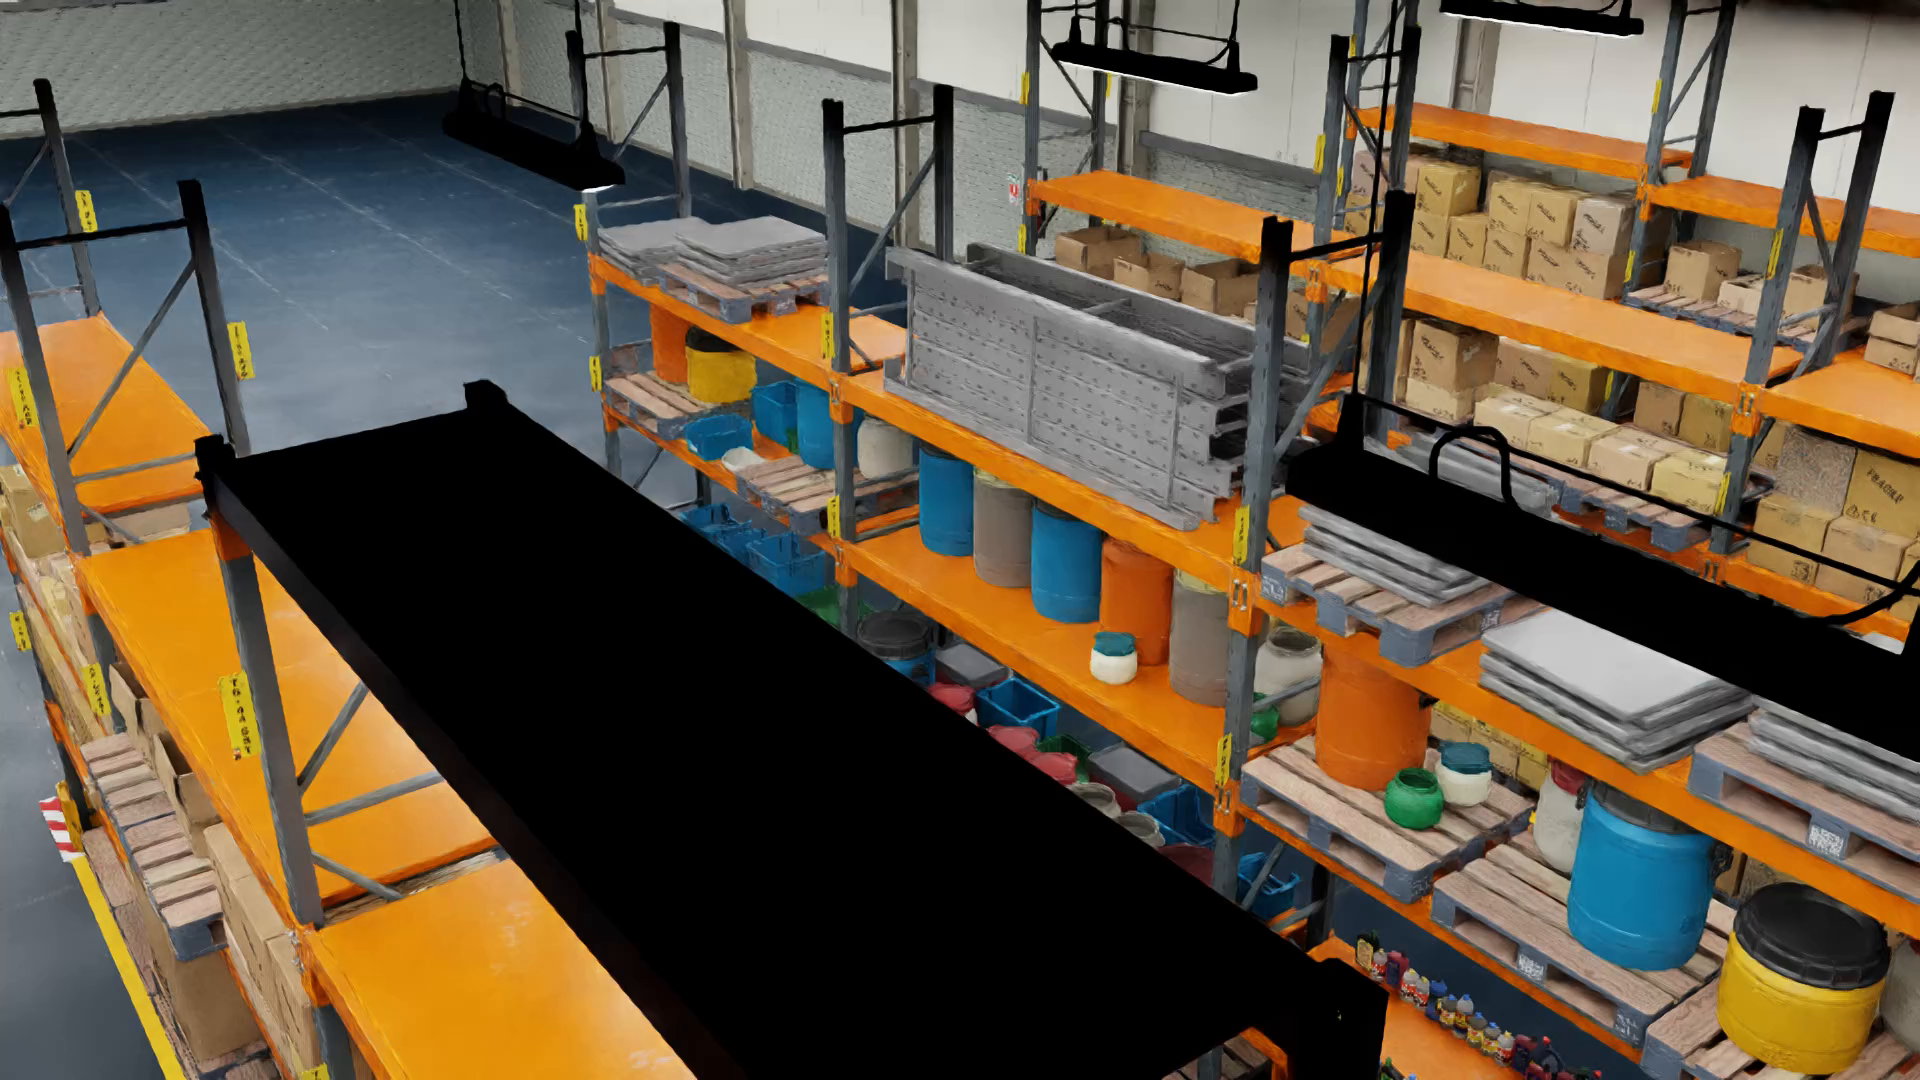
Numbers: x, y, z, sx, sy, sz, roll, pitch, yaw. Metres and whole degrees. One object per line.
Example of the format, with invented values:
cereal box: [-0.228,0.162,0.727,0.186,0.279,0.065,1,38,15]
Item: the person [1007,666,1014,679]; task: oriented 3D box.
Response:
person: [0.249,0.904,15.091,0.495,1.589,1.086,-16,29,-31]
